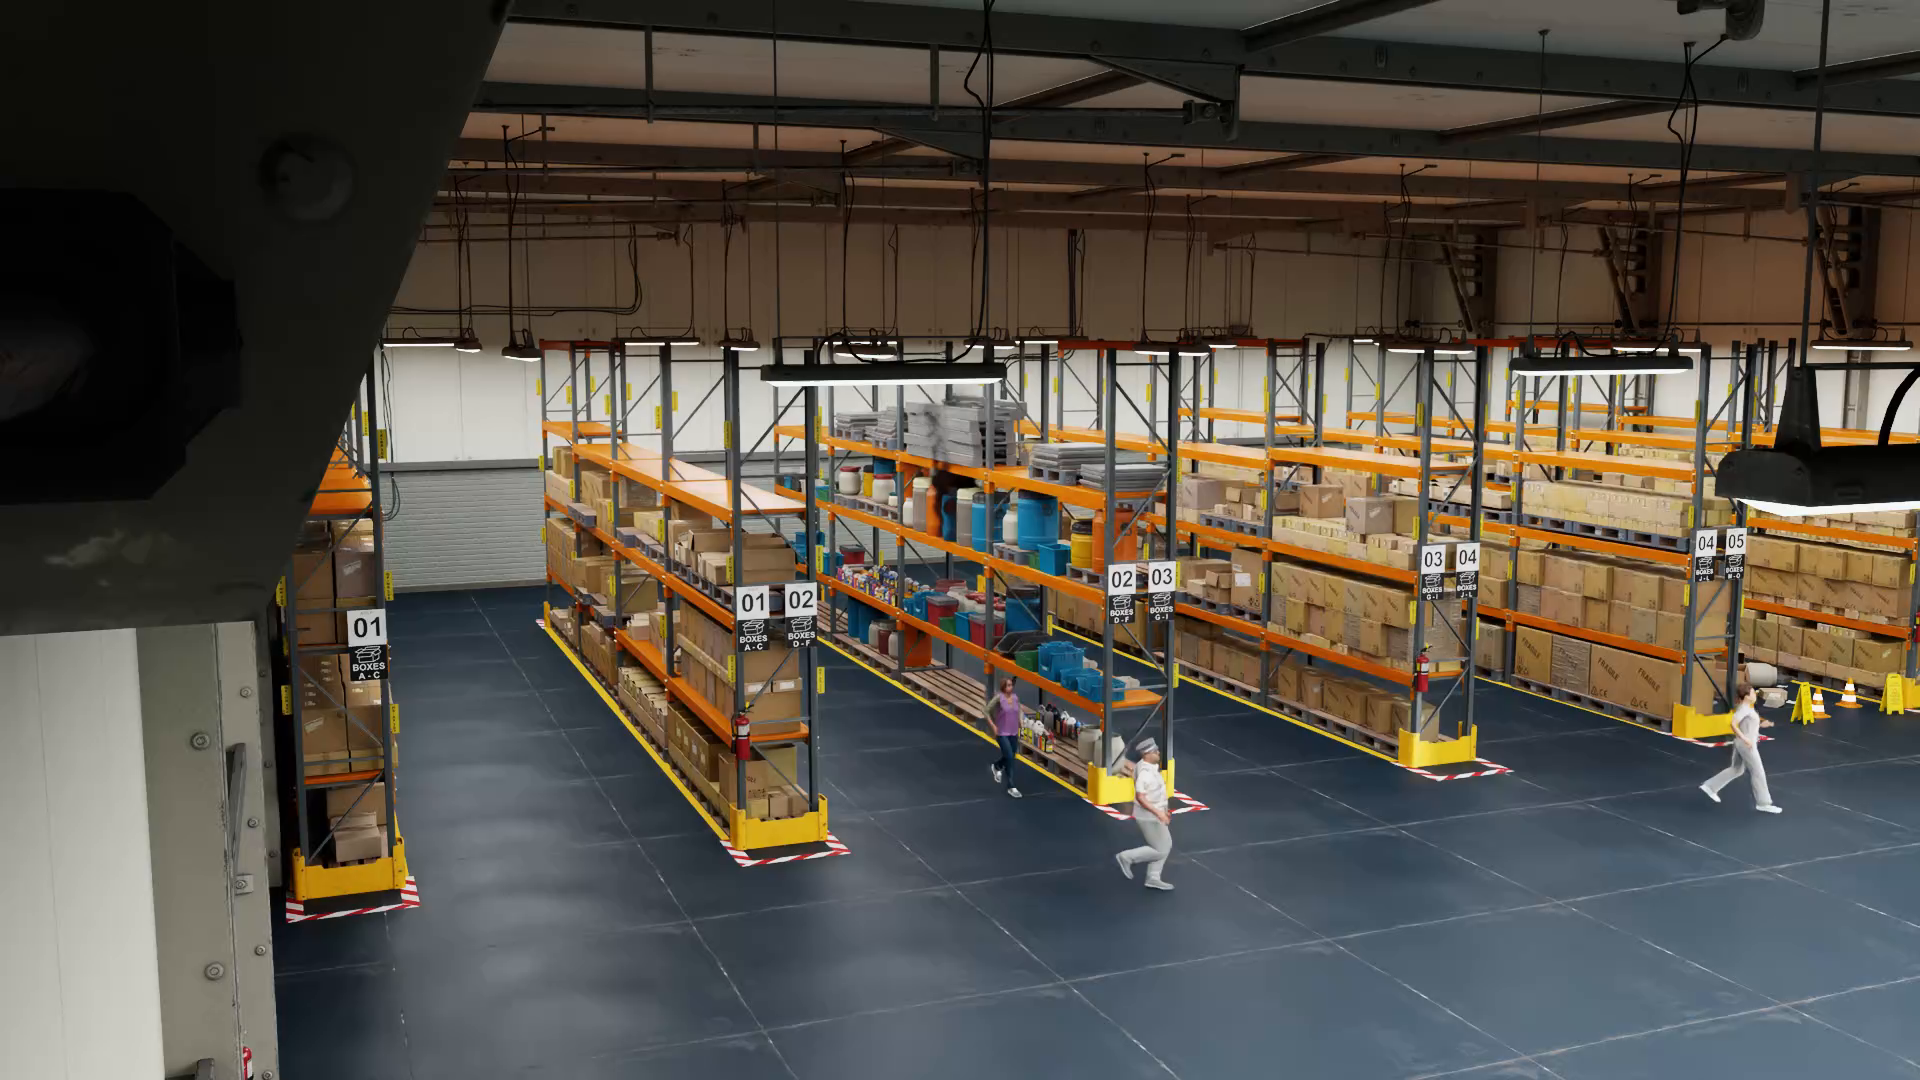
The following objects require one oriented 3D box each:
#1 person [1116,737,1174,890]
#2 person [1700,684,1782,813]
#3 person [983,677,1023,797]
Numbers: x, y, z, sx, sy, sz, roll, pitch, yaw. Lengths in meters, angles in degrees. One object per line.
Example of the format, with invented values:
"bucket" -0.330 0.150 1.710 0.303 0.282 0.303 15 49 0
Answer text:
"person" 2.079 3.067 18.651 0.657 1.749 0.671 1 7 5
"person" 10.176 2.682 21.582 0.970 1.653 0.565 2 8 17
"person" 0.599 2.626 22.479 0.553 1.594 0.767 -5 9 -33
